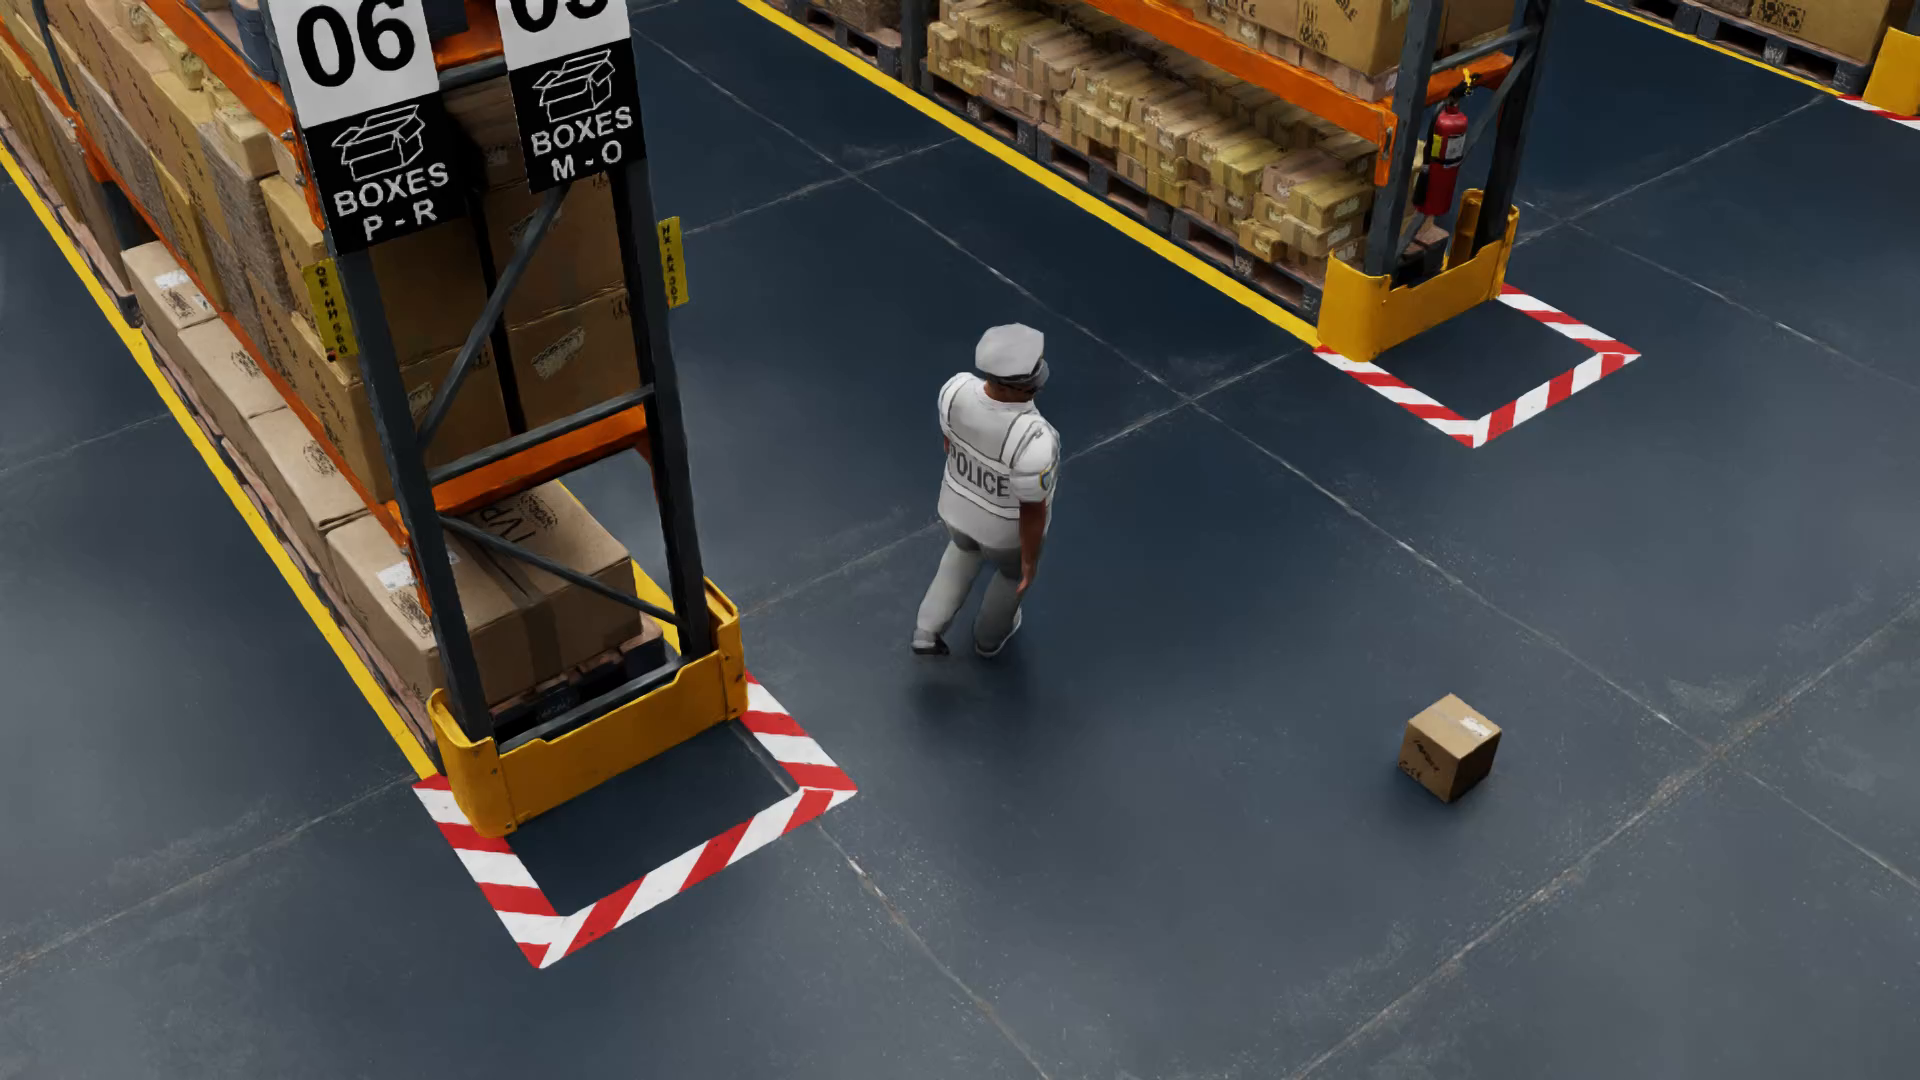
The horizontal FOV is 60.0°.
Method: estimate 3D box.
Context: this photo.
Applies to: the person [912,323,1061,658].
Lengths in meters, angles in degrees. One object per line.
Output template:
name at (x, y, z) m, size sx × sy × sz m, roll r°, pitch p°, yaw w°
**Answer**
person at (0.155, -0.125, 6.328) m, size 0.595 × 1.701 × 0.655 m, roll 27°, pitch 47°, yaw 28°
